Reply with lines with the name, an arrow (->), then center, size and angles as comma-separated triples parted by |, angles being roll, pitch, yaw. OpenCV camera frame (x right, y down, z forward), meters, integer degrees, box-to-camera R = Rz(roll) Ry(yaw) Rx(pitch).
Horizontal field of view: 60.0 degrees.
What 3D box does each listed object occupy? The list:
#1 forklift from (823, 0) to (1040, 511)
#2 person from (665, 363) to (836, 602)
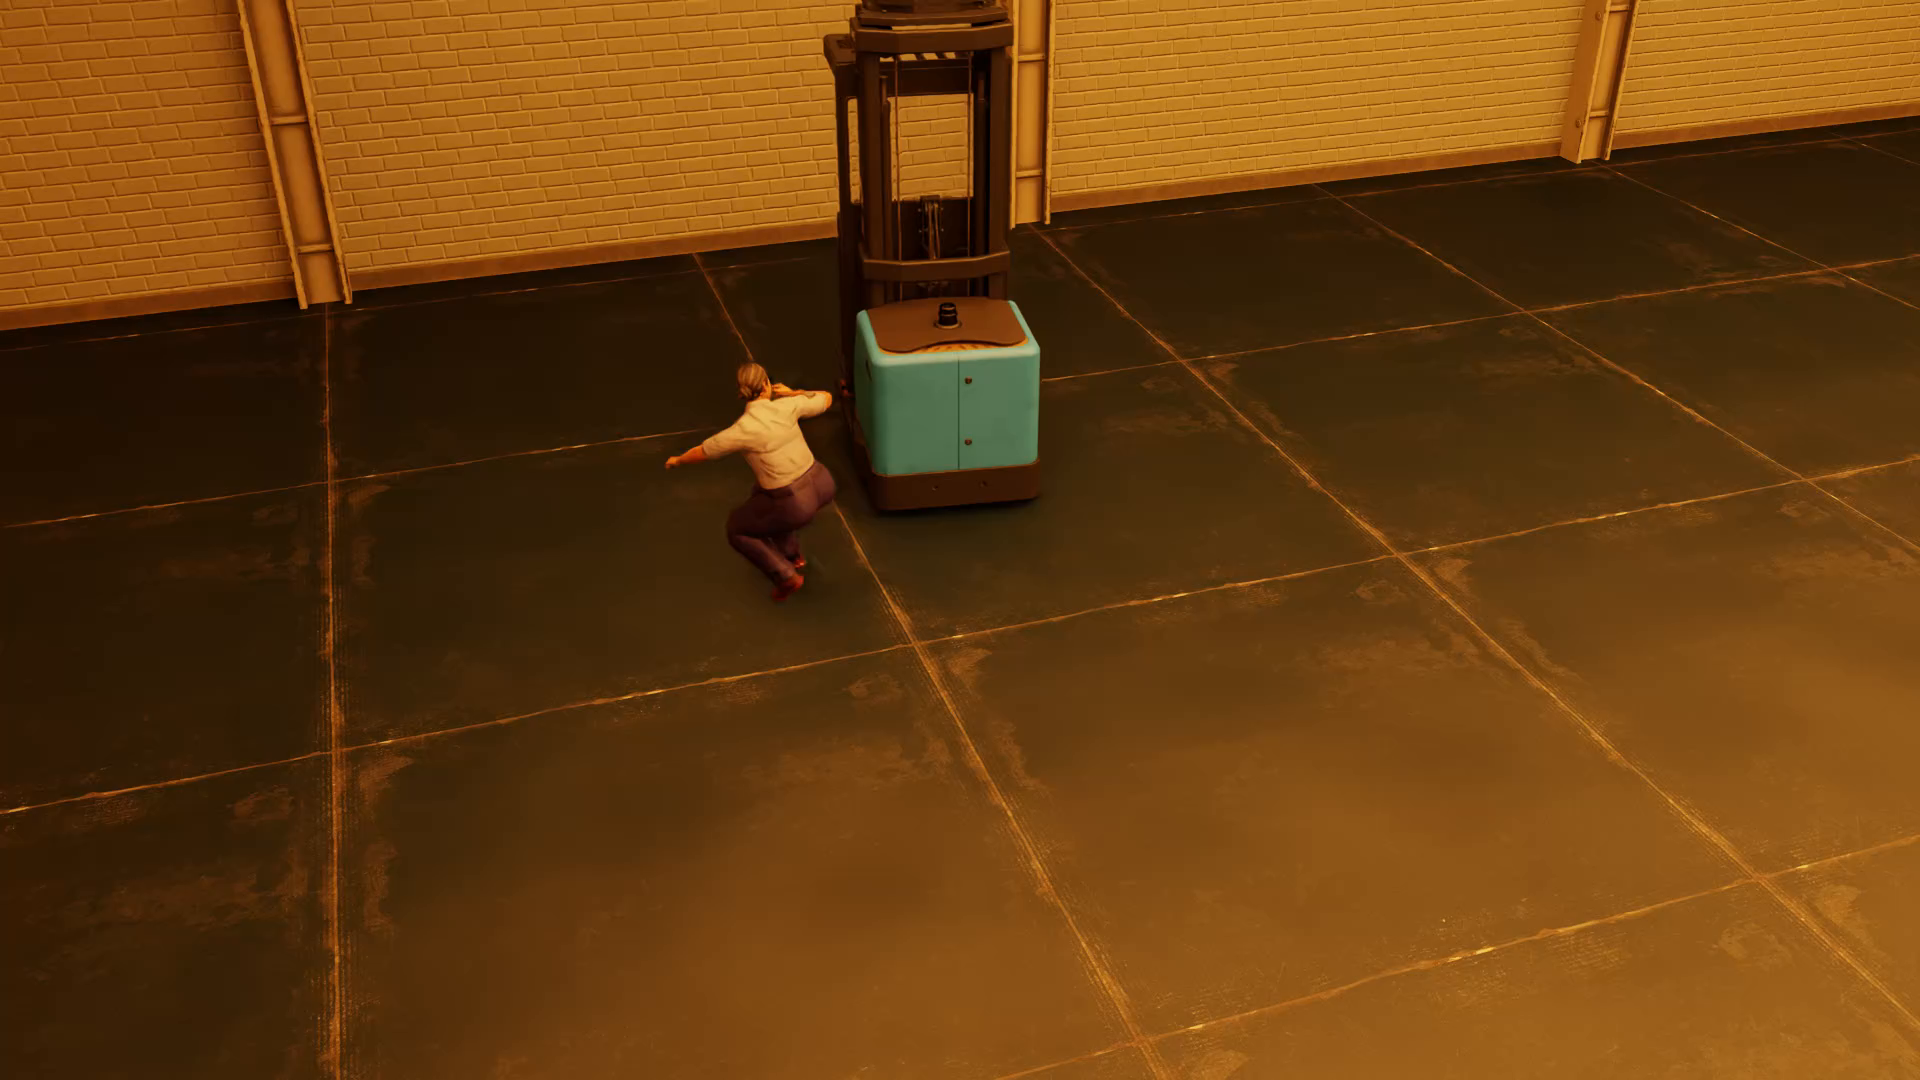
forklift -> -0.267, -2.167, 10.854 | 1.130, 2.935, 3.031 | -5, 30, -9
person -> -1.125, -0.378, 9.320 | 0.922, 1.386, 0.730 | 19, 35, 30
